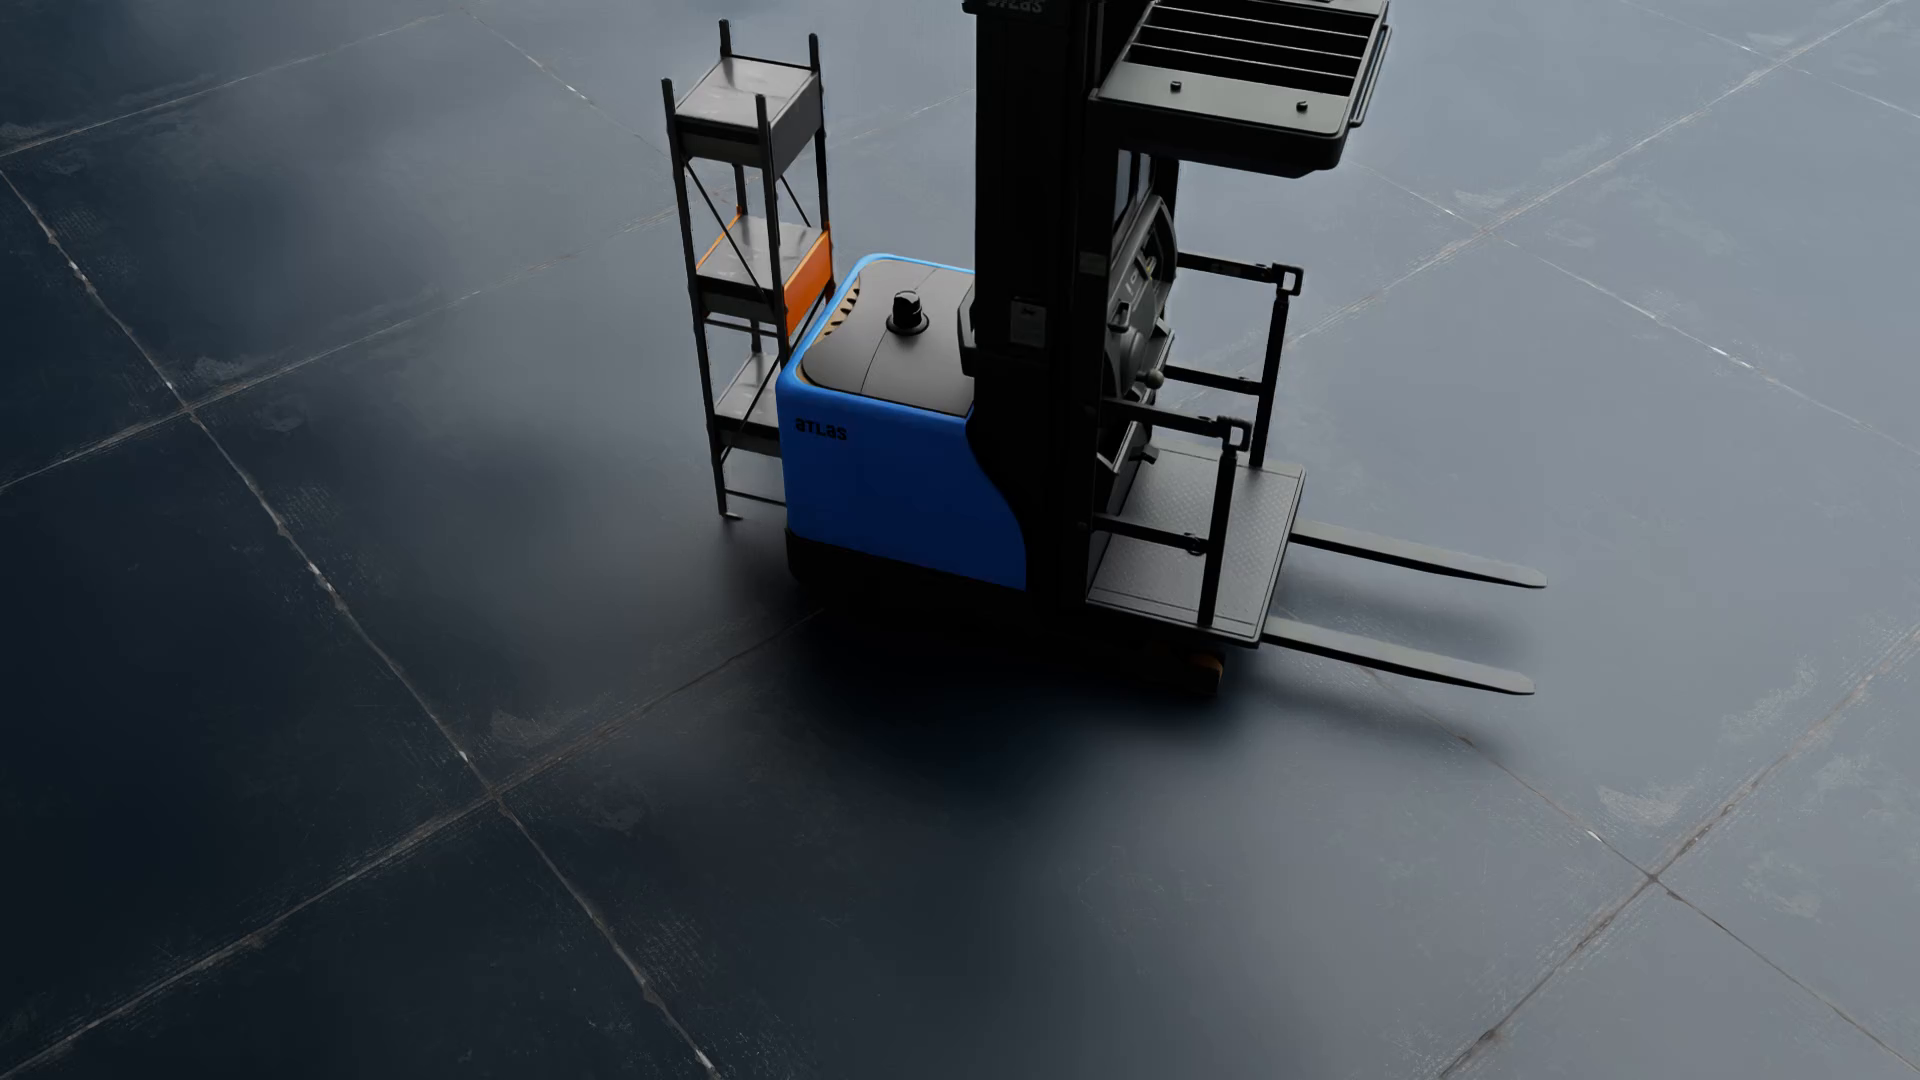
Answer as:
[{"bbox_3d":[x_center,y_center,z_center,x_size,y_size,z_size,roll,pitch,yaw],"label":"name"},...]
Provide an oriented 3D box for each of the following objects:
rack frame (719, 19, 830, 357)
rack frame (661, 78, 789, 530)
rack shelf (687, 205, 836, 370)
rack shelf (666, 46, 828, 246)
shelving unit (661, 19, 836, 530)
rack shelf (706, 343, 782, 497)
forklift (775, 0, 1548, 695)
[{"bbox_3d":[-0.719,-1.156,6.947,0.400,2.100,0.015,13,45,14],"label":"rack frame"},{"bbox_3d":[-0.875,-0.839,6.610,0.400,2.100,0.015,13,45,14],"label":"rack frame"},{"bbox_3d":[-0.797,-0.988,6.788,0.431,0.518,0.480,13,45,14],"label":"rack shelf"},{"bbox_3d":[-0.797,-1.498,6.309,0.431,0.518,0.480,13,45,14],"label":"rack shelf"},{"bbox_3d":[-0.797,-0.998,6.778,0.431,2.100,0.503,13,45,14],"label":"shelving unit"},{"bbox_3d":[-0.797,-0.477,7.267,0.431,0.518,0.480,13,45,14],"label":"rack shelf"},{"bbox_3d":[0.850,-0.871,6.037,3.031,2.935,1.130,13,45,14],"label":"forklift"}]
